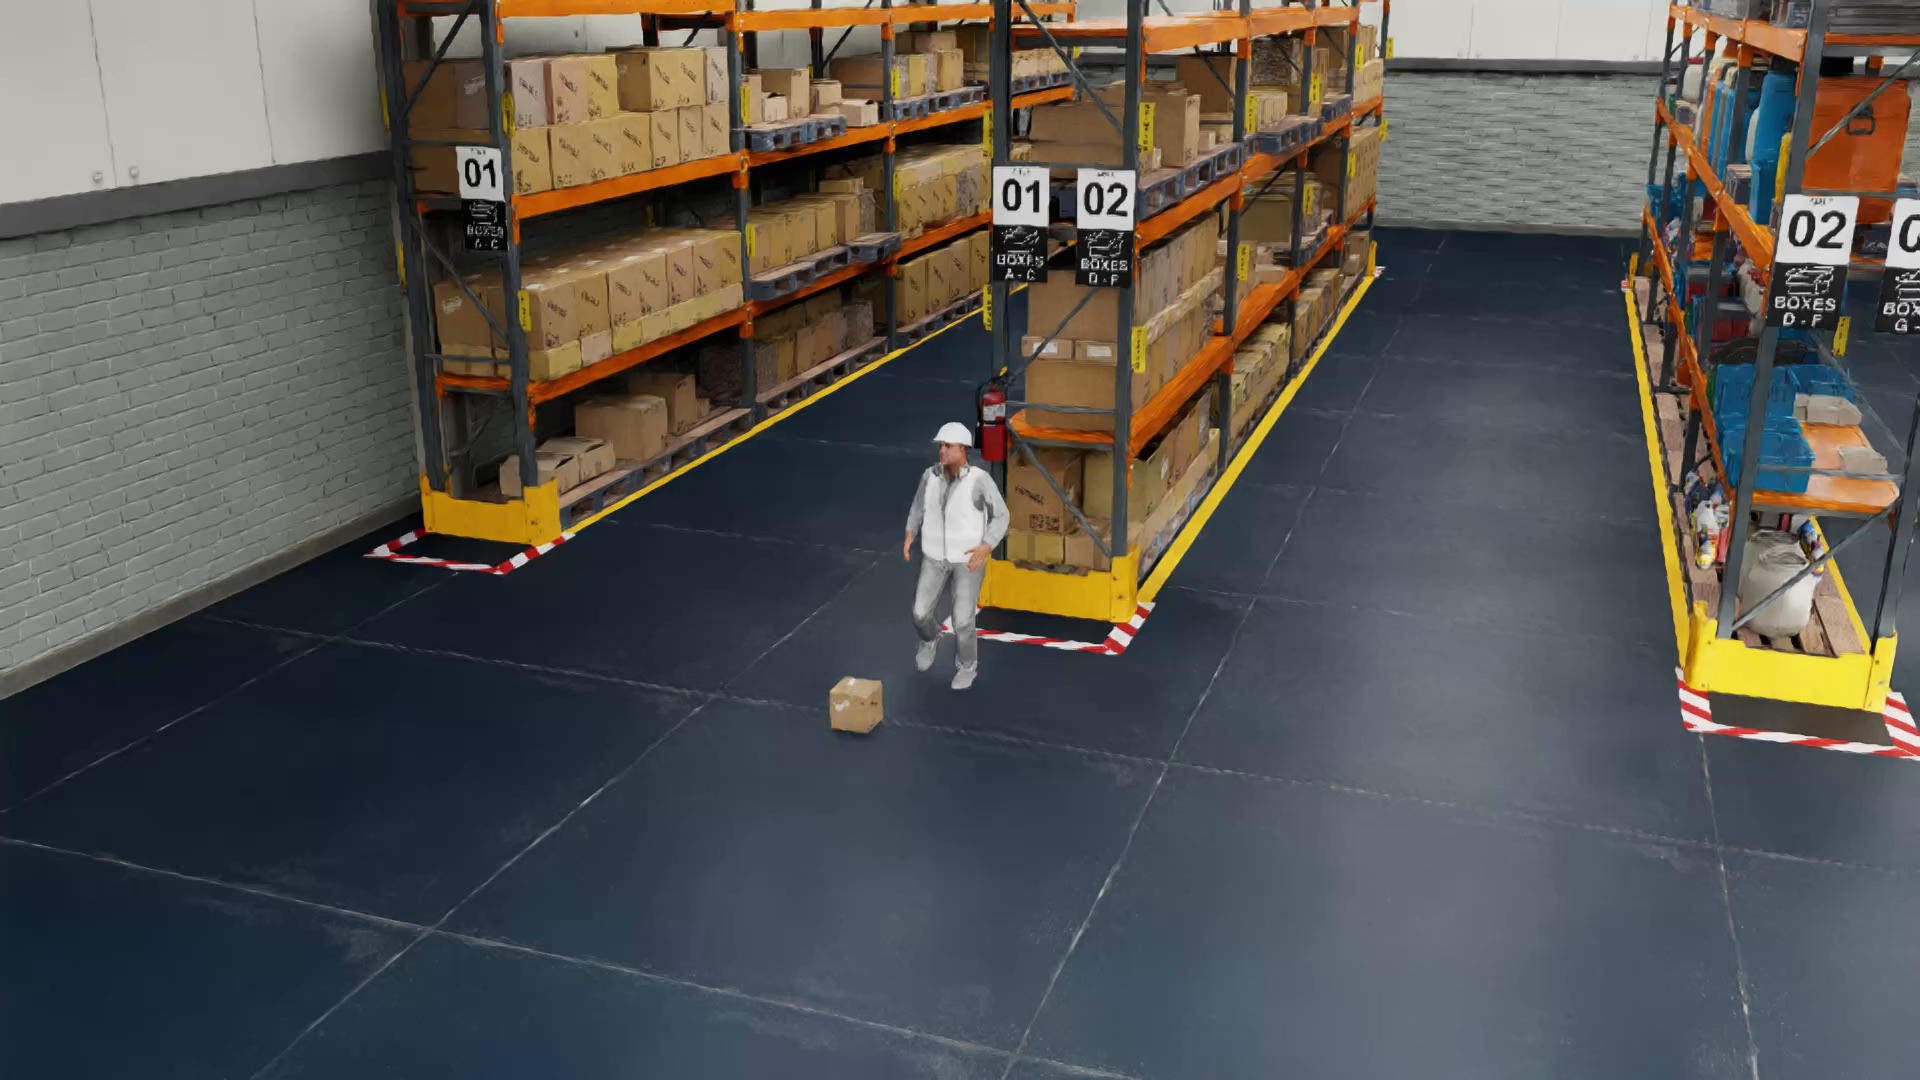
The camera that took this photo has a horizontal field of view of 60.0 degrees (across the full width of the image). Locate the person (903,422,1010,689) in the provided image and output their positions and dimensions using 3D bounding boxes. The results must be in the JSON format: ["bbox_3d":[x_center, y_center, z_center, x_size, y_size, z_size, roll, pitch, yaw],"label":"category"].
[{"bbox_3d":[-0.045,0.111,10.743,0.716,1.748,0.503,6,20,18],"label":"person"}]
